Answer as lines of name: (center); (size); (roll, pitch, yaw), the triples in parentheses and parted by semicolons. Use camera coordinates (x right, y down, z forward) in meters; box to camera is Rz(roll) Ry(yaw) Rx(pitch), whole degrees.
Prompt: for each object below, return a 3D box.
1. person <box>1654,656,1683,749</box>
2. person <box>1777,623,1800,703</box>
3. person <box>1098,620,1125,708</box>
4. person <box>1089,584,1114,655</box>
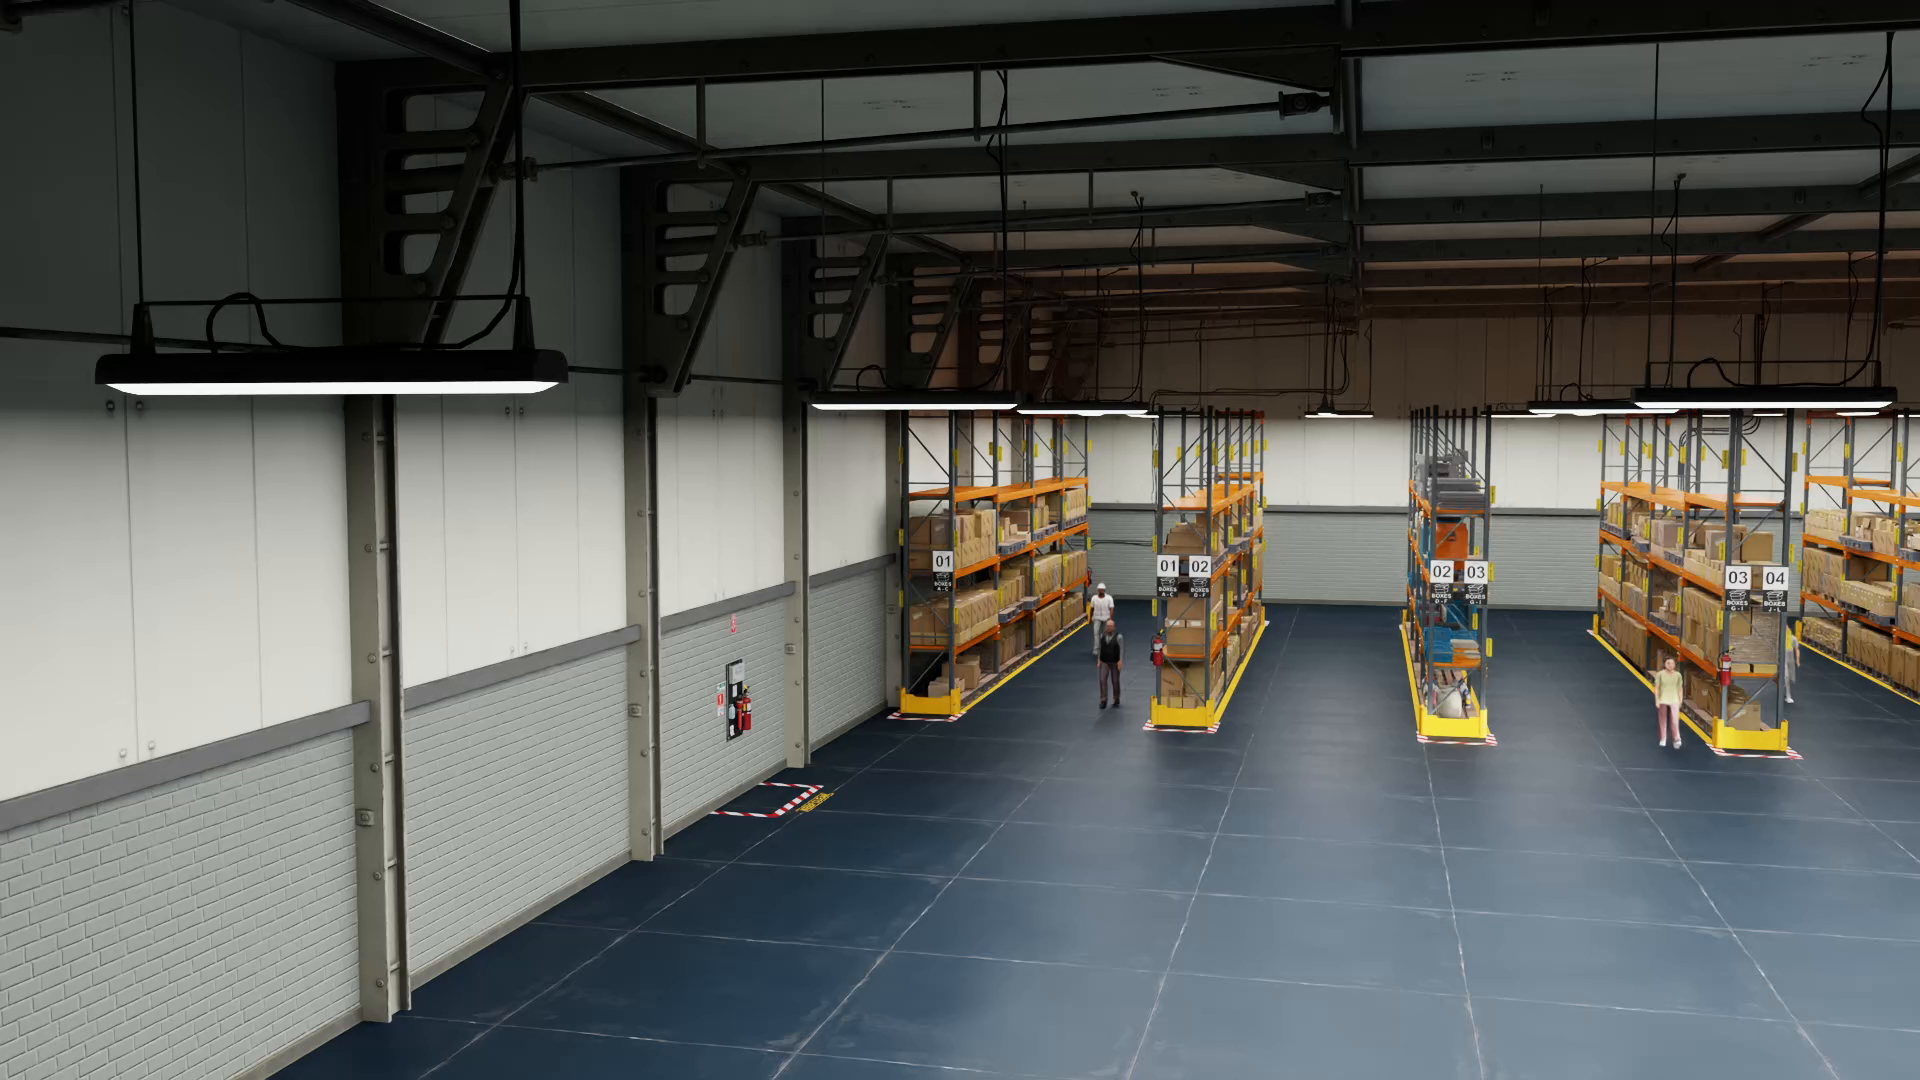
person: (12.285, 2.828, 28.842); (0.469, 1.617, 1.044); (2, 4, 23)
person: (16.890, 2.485, 34.022); (0.486, 1.587, 0.864); (1, 4, 10)
person: (3.013, 2.479, 33.337); (0.594, 1.736, 0.671); (2, 5, 25)
person: (3.464, 1.920, 40.688); (0.602, 1.695, 1.067); (0, 4, 5)
